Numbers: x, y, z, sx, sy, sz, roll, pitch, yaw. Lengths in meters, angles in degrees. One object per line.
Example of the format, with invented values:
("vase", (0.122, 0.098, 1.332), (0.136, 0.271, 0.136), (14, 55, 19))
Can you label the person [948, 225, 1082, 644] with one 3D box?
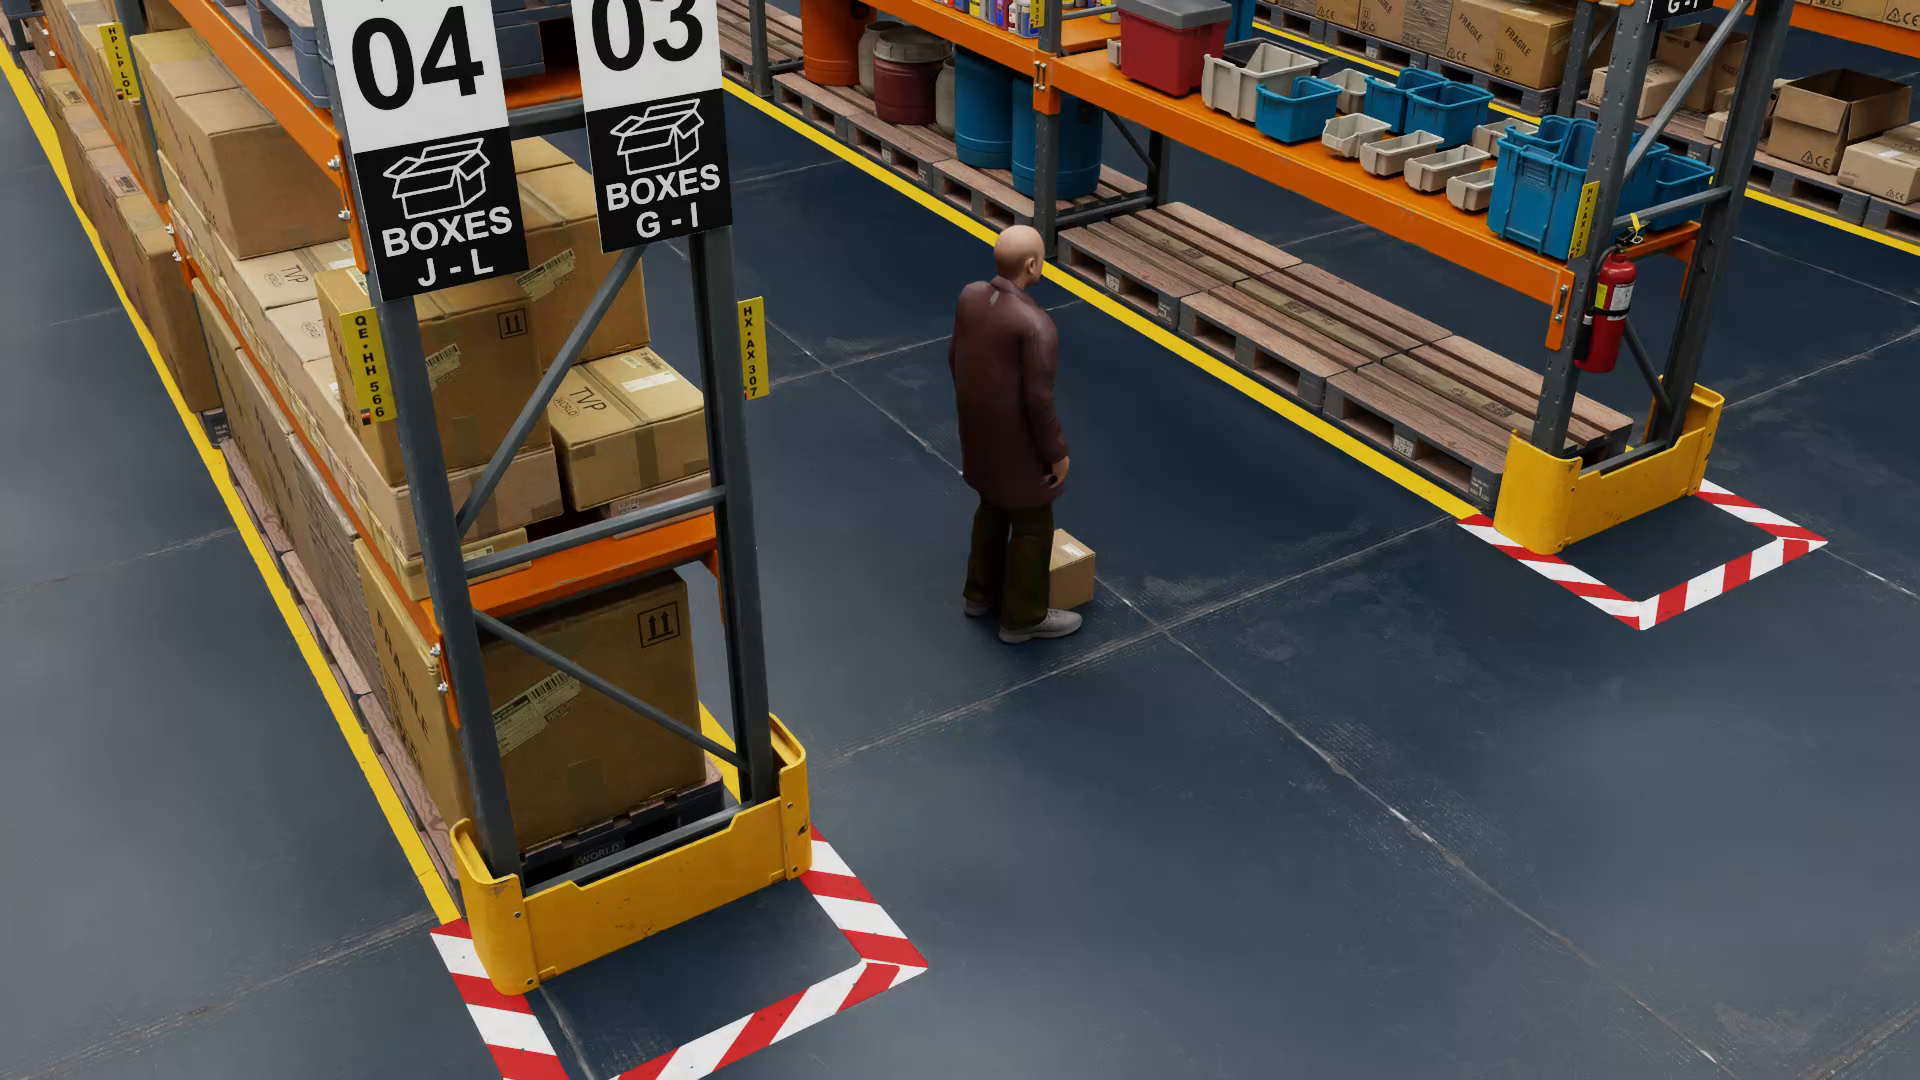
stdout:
("person", (0.204, -0.357, 6.891), (0.422, 1.590, 0.654), (-21, 38, -30))
